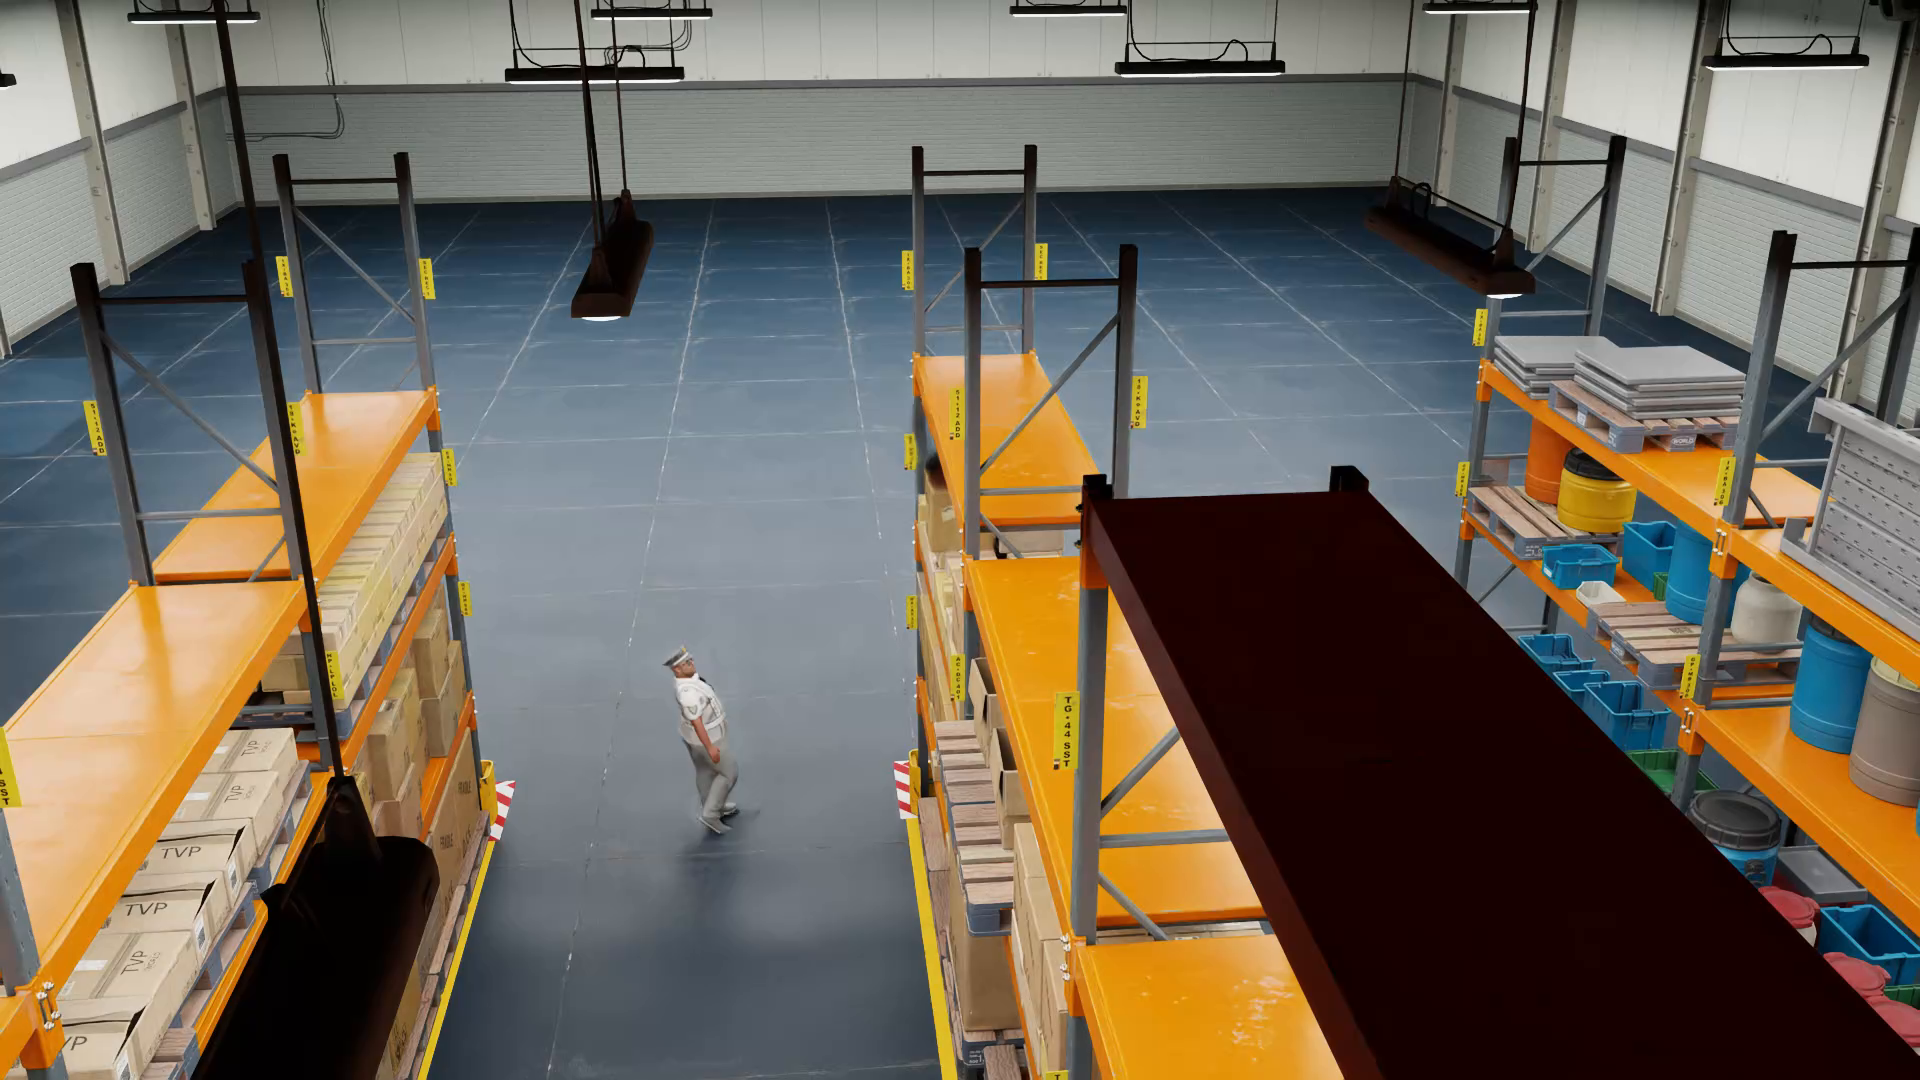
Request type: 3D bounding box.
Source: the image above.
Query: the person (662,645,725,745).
[{"bbox_3d":[-2.357,1.333,14.705,0.495,0.871,0.532,-14,26,-31],"label":"person"}]
